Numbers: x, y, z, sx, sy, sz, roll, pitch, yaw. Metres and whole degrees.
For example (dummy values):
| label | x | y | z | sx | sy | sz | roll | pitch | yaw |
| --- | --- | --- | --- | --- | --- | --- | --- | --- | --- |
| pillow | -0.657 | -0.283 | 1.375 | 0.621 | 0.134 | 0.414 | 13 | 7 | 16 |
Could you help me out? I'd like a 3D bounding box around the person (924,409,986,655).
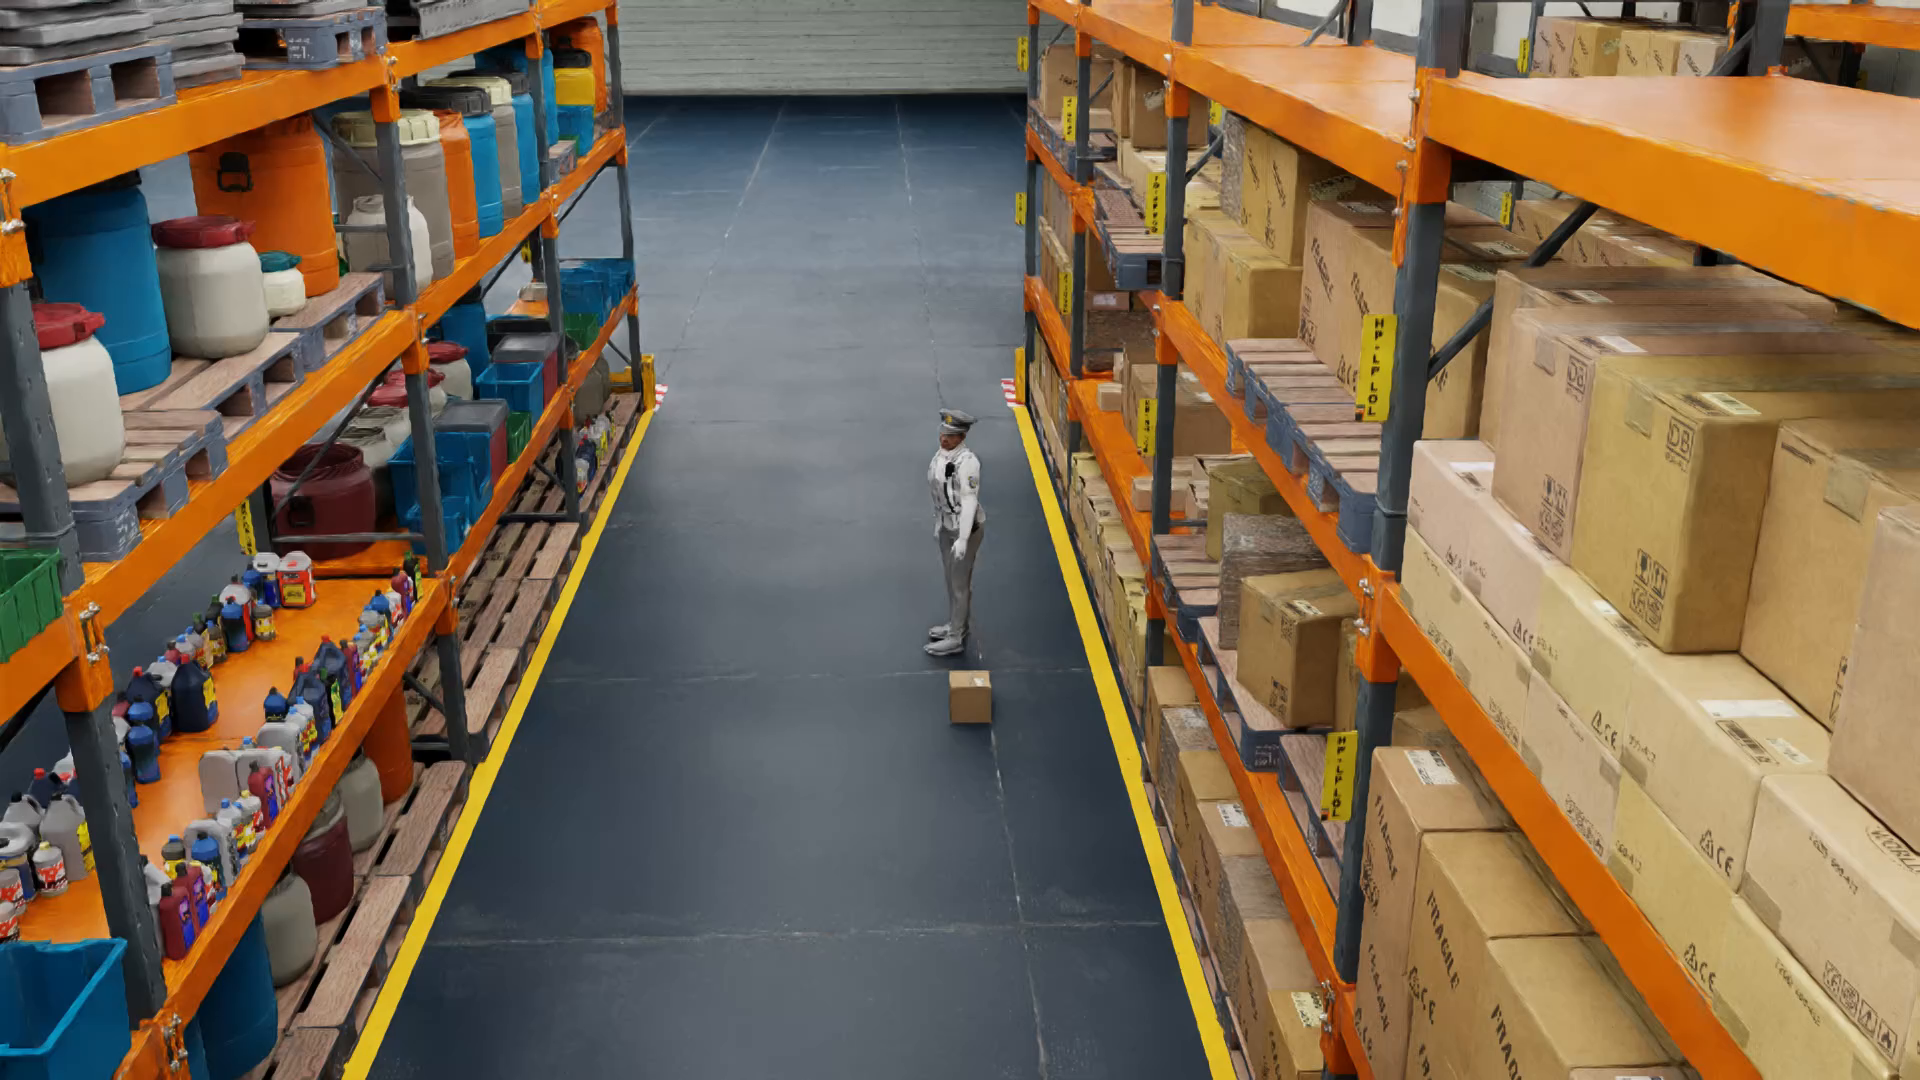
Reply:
| label | x | y | z | sx | sy | sz | roll | pitch | yaw |
| --- | --- | --- | --- | --- | --- | --- | --- | --- | --- |
| person | -0.093 | -0.062 | 11.163 | 0.480 | 1.685 | 0.546 | -12 | 23 | -28 |
